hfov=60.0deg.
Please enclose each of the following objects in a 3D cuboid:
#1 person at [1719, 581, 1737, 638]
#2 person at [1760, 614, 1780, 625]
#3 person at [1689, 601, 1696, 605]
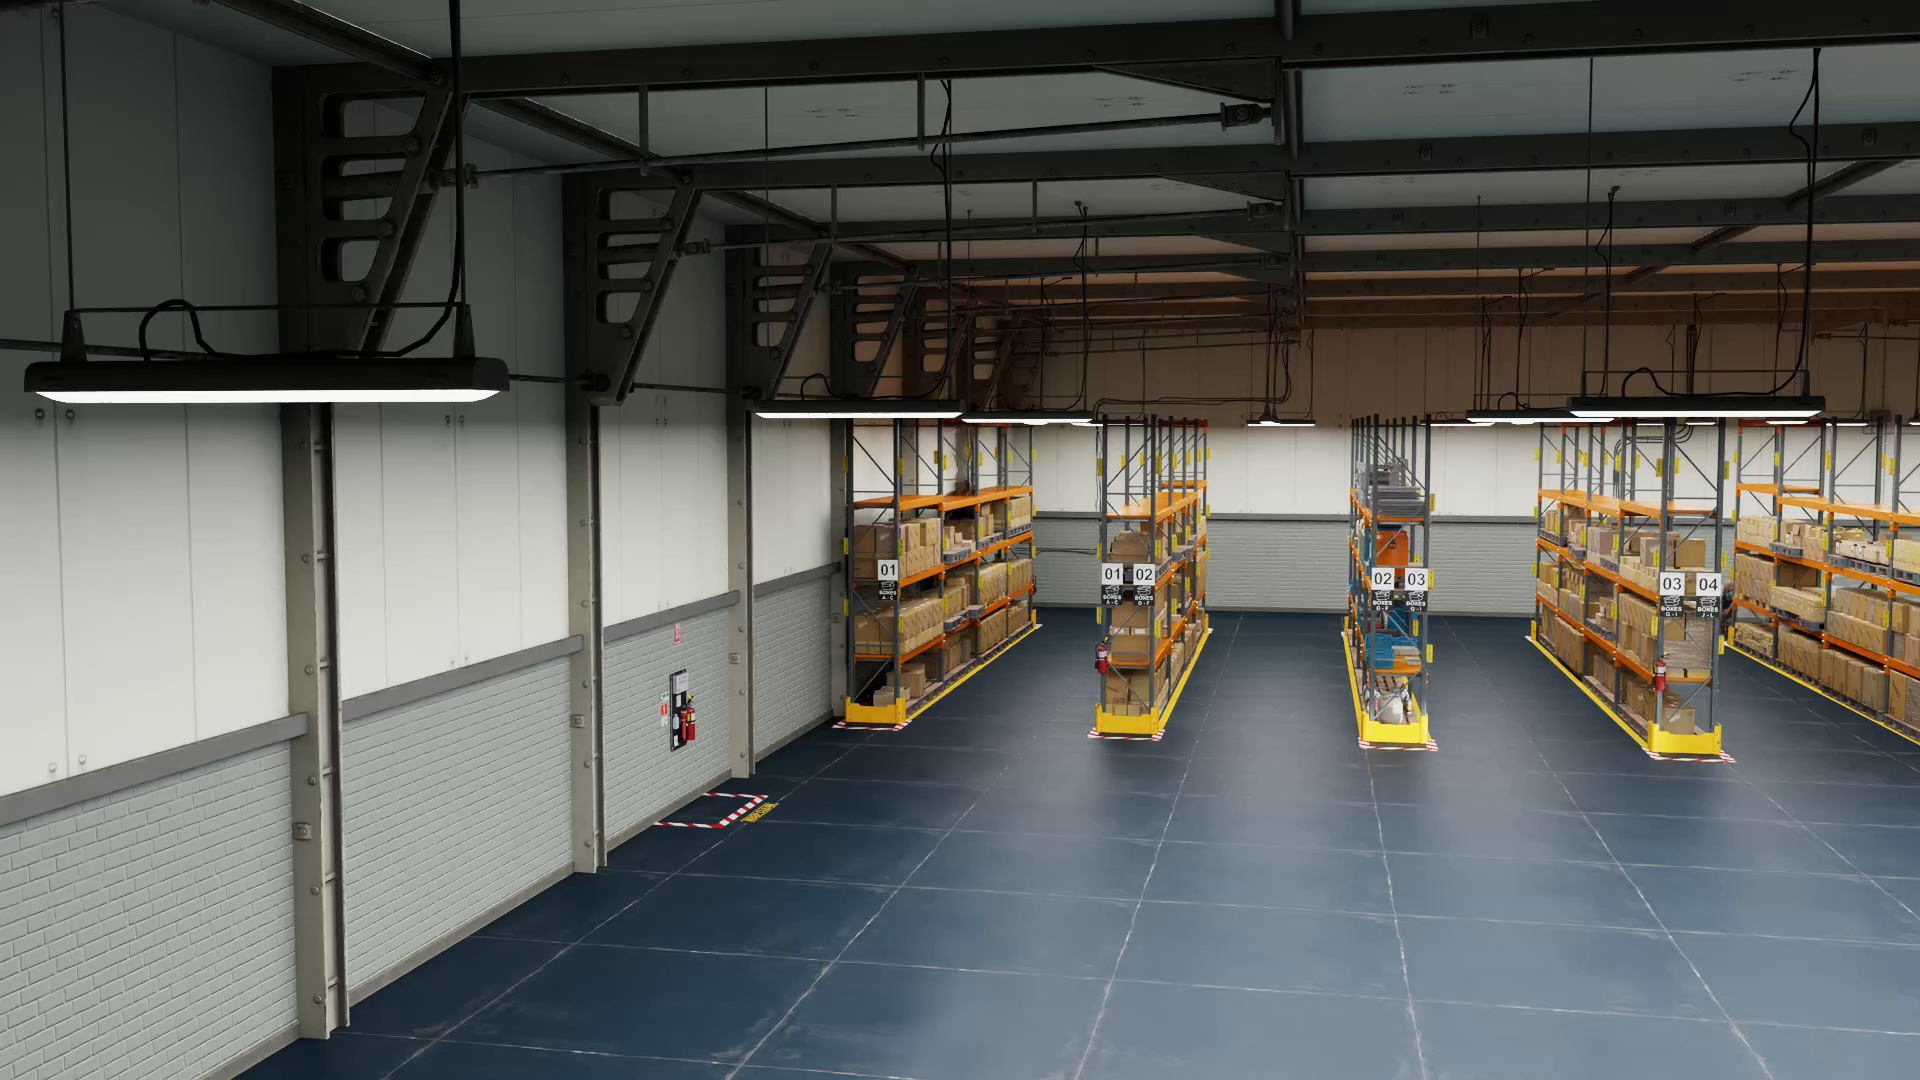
[{"bbox_3d":[20.907,1.911,45.280,0.546,1.635,0.763,1,4,9],"label":"person"},{"bbox_3d":[22.098,1.818,45.428,0.900,1.764,0.683,-1,4,-16],"label":"person"},{"bbox_3d":[18.984,1.993,43.255,0.682,1.662,0.931,1,4,11],"label":"person"}]
